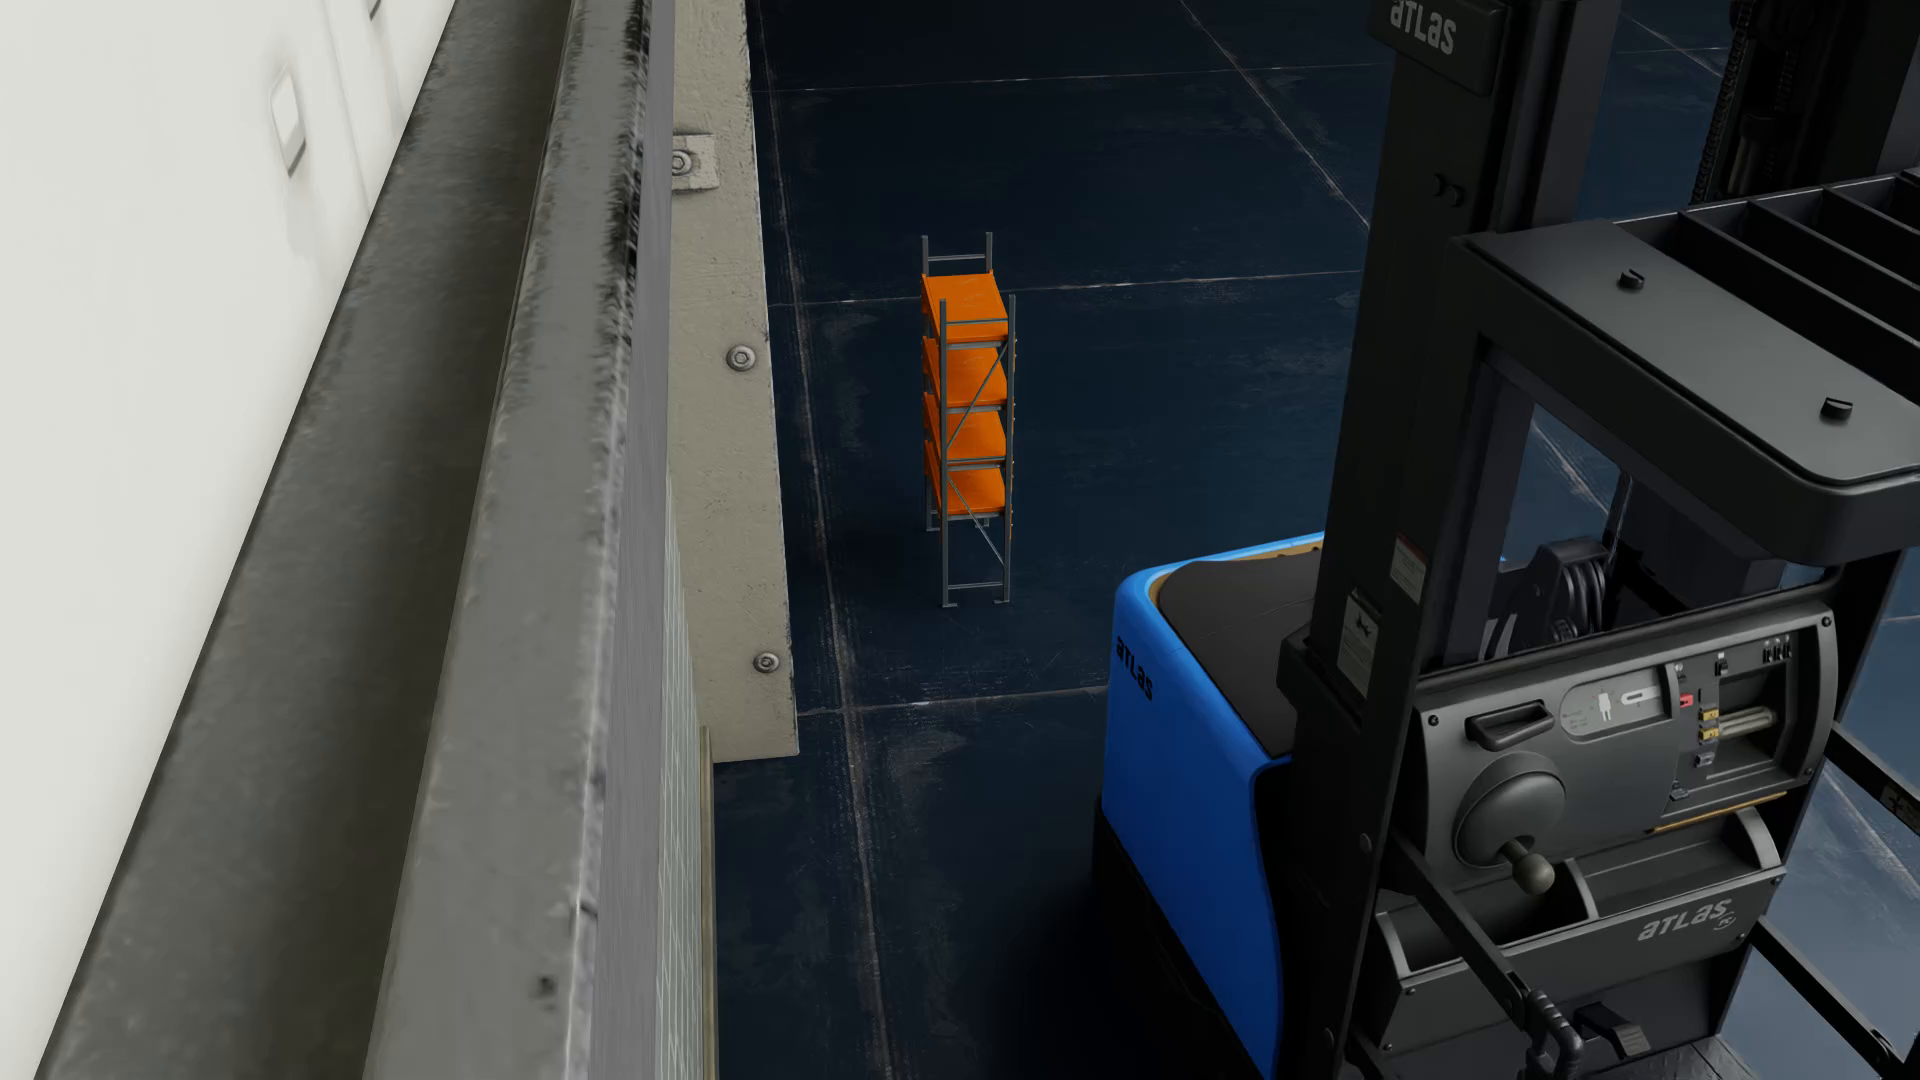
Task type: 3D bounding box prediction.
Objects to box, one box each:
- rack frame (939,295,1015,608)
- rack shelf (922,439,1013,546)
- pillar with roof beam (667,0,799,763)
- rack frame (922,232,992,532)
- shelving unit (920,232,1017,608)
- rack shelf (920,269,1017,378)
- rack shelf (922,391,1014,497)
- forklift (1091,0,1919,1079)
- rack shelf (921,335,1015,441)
[{"bbox_3d":[0.055,-0.267,5.577,0.240,1.200,0.015,-4,35,-6],"label":"rack frame"},{"bbox_3d":[0.022,-0.184,5.926,0.258,0.148,0.480,-4,35,-6],"label":"rack shelf"},{"bbox_3d":[3.579,-3.465,3.343,9.100,9.000,0.400,-4,35,-6],"label":"pillar with roof beam"},{"bbox_3d":[-0.011,-0.540,5.976,0.240,1.200,0.015,-4,35,-6],"label":"rack frame"},{"bbox_3d":[0.022,-0.403,5.777,0.258,1.200,0.503,-4,35,-6],"label":"shelving unit"},{"bbox_3d":[0.022,-0.728,5.555,0.258,0.148,0.480,-4,35,-6],"label":"rack shelf"},{"bbox_3d":[0.022,-0.348,5.814,0.258,0.148,0.480,-4,35,-6],"label":"rack shelf"},{"bbox_3d":[1.345,0.454,2.982,1.130,2.935,3.031,-11,36,-16],"label":"forklift"},{"bbox_3d":[0.022,-0.533,5.688,0.258,0.148,0.480,-4,35,-6],"label":"rack shelf"}]
